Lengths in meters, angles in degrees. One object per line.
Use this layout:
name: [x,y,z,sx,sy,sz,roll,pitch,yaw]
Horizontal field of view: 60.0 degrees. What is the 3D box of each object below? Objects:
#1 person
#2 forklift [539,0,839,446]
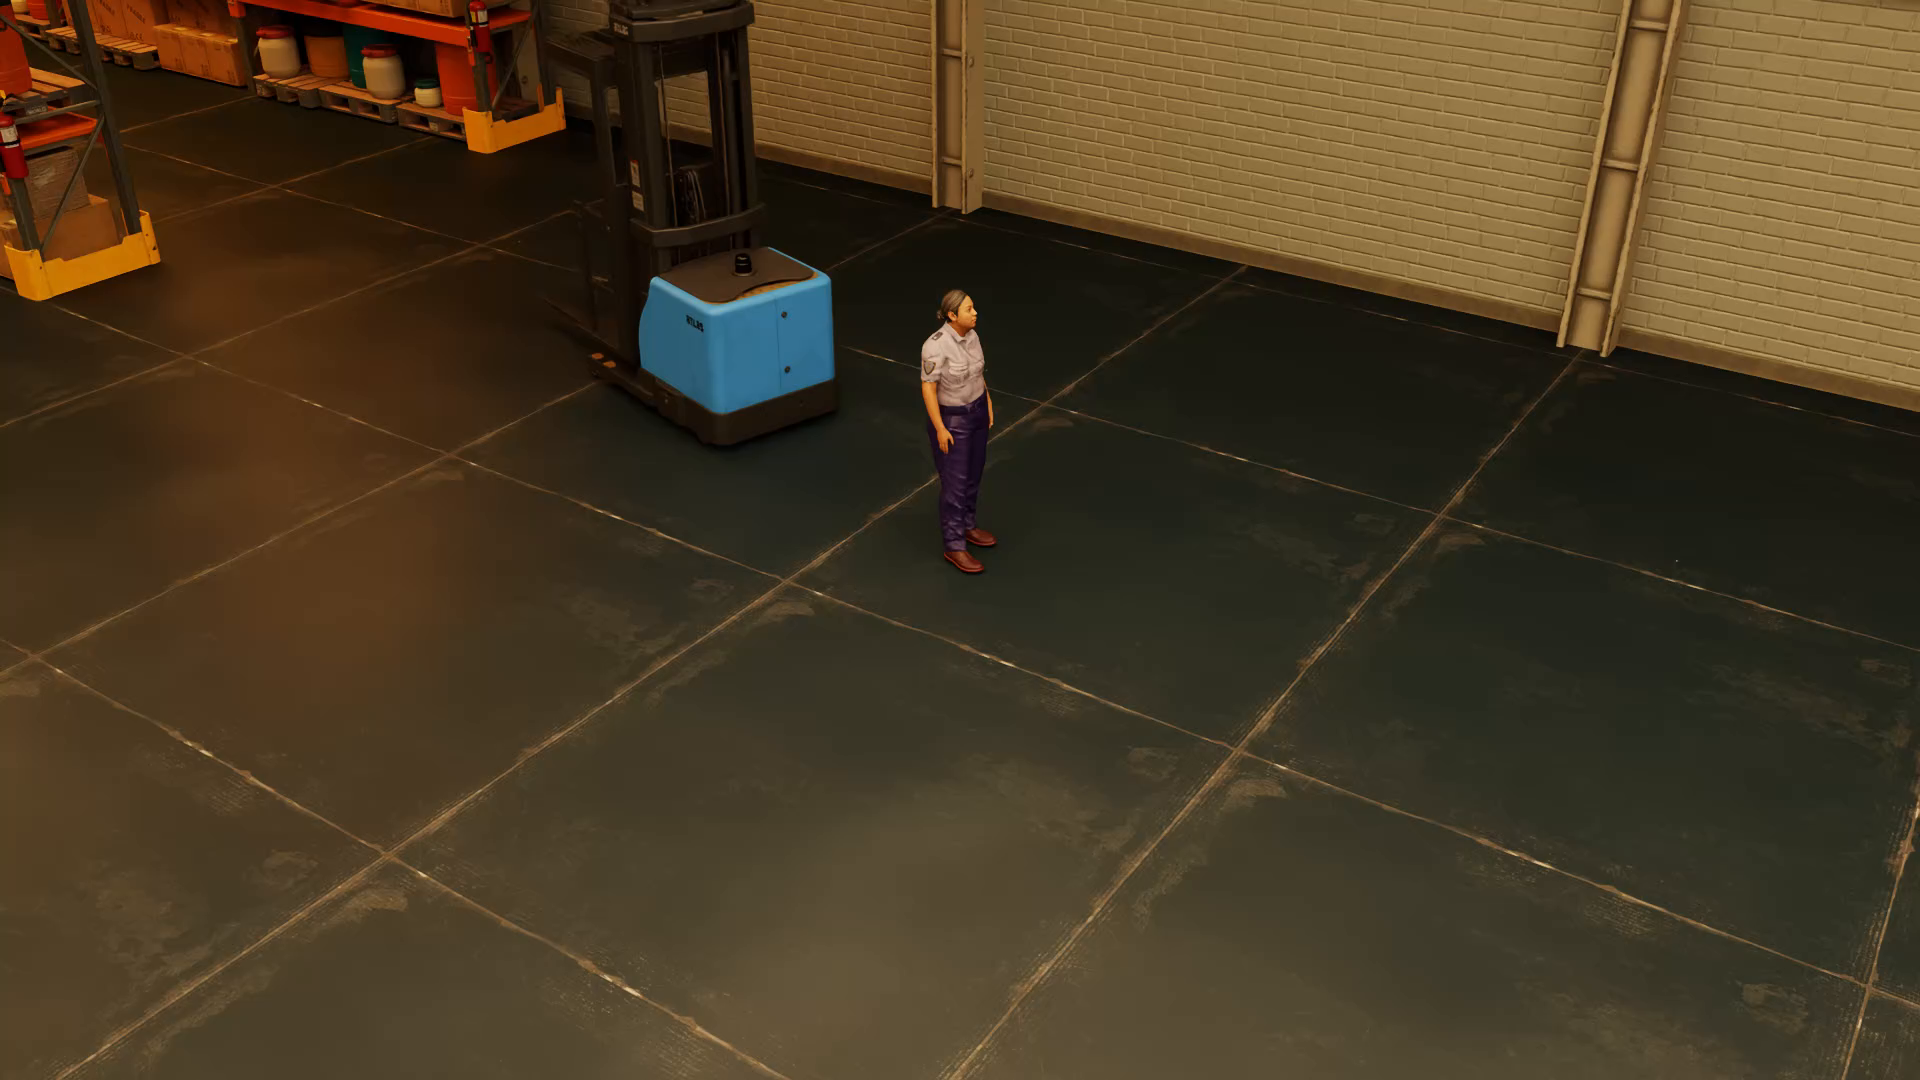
person: [0.062,-0.684,10.022,0.502,1.651,0.598,19,35,29]
forklift: [-2.200,-2.589,12.040,1.130,2.935,3.031,-22,37,-33]
